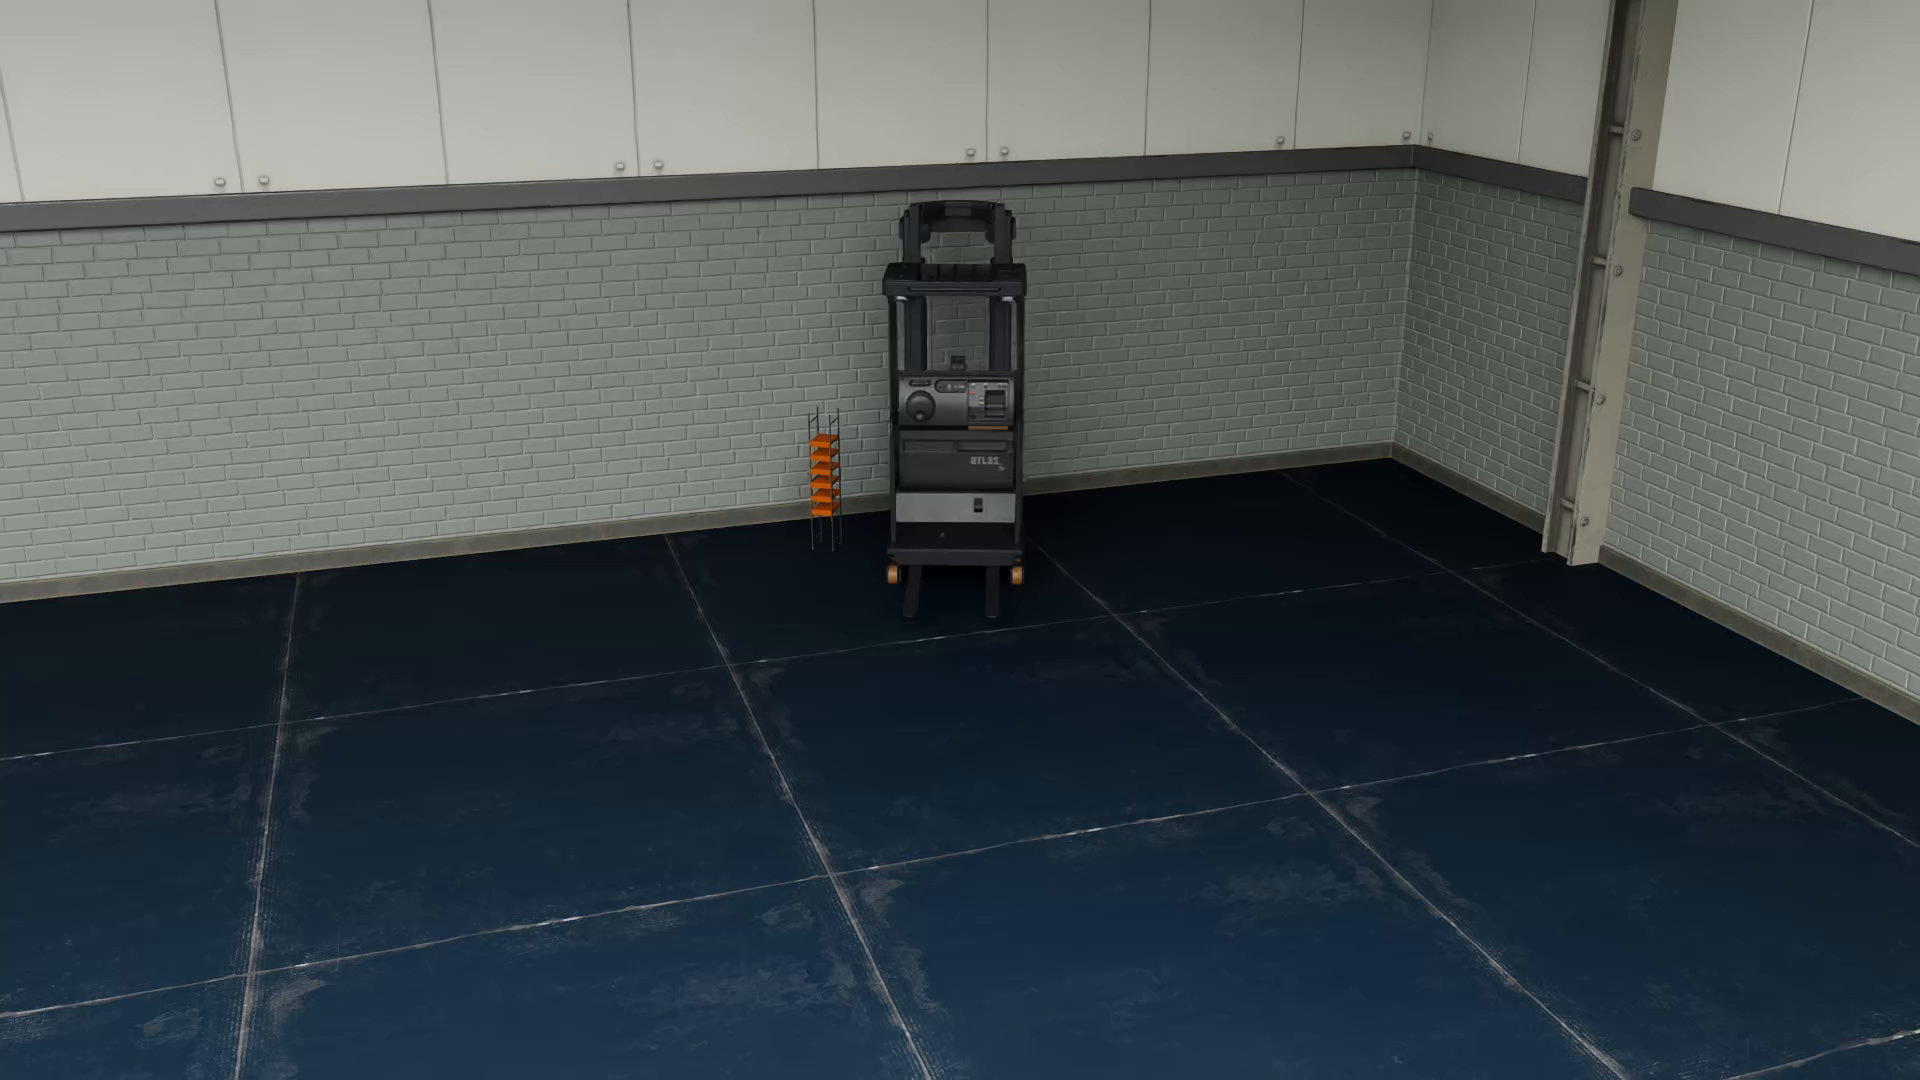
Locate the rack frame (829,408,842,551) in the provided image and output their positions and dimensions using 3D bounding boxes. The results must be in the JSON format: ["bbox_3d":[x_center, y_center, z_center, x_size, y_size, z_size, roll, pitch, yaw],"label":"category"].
[{"bbox_3d":[-1.051,-0.507,14.054,0.006,1.200,0.240,5,20,14],"label":"rack frame"}]

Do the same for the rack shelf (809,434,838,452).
[{"bbox_3d":[-1.139,-0.812,13.969,0.180,0.103,0.258,5,20,14],"label":"rack shelf"}]

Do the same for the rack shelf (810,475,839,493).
[{"bbox_3d":[-1.139,-0.473,14.091,0.180,0.103,0.258,5,20,14],"label":"rack shelf"}]

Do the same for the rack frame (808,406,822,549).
[{"bbox_3d":[-1.228,-0.523,14.098,0.006,1.200,0.240,5,20,14],"label":"rack frame"}]

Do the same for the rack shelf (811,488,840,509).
[{"bbox_3d":[-1.139,-0.360,14.131,0.180,0.103,0.258,5,20,14],"label":"rack shelf"}]

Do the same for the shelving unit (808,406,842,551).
[{"bbox_3d":[-1.139,-0.515,14.076,0.189,1.200,0.258,5,20,14],"label":"shelving unit"}]

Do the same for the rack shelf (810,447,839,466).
[{"bbox_3d":[-1.139,-0.699,14.010,0.180,0.103,0.258,5,20,14],"label":"rack shelf"}]

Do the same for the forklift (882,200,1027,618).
[{"bbox_3d":[-0.031,-1.119,13.196,1.130,2.935,3.031,0,20,1],"label":"forklift"}]

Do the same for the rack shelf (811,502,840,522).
[{"bbox_3d":[-1.139,-0.247,14.172,0.180,0.103,0.258,5,20,14],"label":"rack shelf"}]

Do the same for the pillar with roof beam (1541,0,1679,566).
[{"bbox_3d":[1.069,-3.643,11.246,9.100,9.000,0.400,-6,21,-17],"label":"pillar with roof beam"}]

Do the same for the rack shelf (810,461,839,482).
[{"bbox_3d":[-1.139,-0.586,14.050,0.180,0.103,0.258,5,20,14],"label":"rack shelf"}]
